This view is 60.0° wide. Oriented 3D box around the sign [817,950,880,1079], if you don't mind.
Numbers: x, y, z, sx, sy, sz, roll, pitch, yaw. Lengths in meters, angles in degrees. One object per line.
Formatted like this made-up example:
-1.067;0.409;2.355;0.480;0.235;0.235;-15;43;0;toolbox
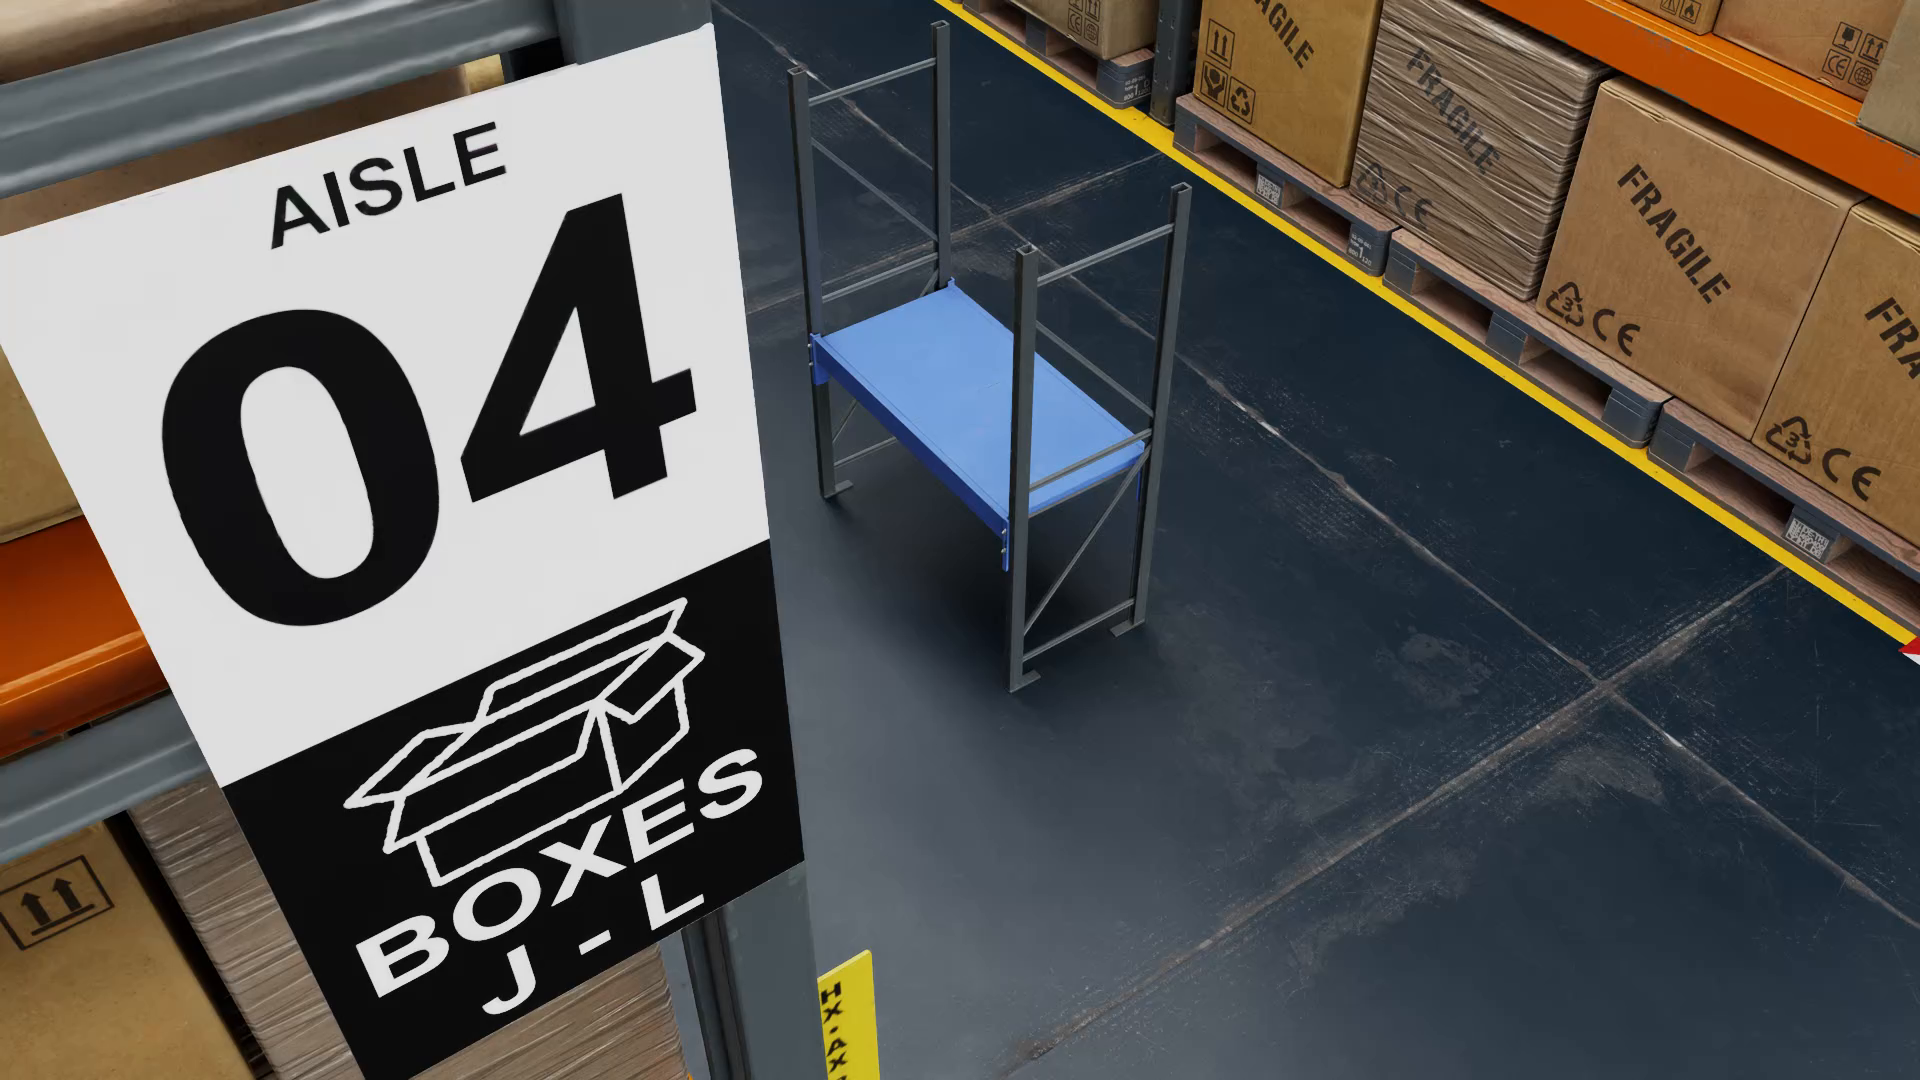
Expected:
-0.136;0.571;1.852;0.100;0.325;0.005;-26;49;-24;sign

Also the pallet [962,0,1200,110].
0.753;-2.467;7.682;1.003;0.211;1.213;-26;49;-24;pallet

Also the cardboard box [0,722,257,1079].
-1.099;0.380;1.668;0.500;0.500;0.500;-26;49;-24;cardboard box

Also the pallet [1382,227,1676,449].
2.329;-0.907;6.047;1.003;0.211;1.213;-26;49;-24;pallet

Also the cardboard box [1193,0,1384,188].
1.559;-2.068;6.479;0.875;0.875;0.875;-25;49;-24;cardboard box

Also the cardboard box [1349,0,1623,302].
2.078;-1.559;5.946;0.875;0.875;0.875;-25;49;-24;cardboard box

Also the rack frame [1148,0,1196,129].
1.256;-3.069;6.292;1.000;3.000;0.127;-26;49;-24;rack frame

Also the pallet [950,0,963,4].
0.051;-3.159;8.406;1.003;0.211;1.213;-26;49;-24;pallet

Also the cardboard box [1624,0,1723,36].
2.408;-2.003;5.067;0.875;0.550;0.500;-26;49;-24;cardboard box

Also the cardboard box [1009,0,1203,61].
0.828;-2.723;7.255;1.050;0.750;0.750;-26;49;-25;cardboard box

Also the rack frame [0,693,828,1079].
-0.581;1.099;1.927;1.000;3.000;0.127;-26;49;-24;rack frame

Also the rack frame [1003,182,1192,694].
0.340;-0.206;4.380;0.500;1.500;0.032;-26;49;-24;rack frame

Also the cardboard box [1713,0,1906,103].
2.745;-1.719;4.770;0.875;0.550;0.550;-26;49;-24;cardboard box

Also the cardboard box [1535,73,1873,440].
2.598;-1.042;5.404;0.875;0.875;0.875;-26;50;-25;cardboard box

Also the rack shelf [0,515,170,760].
-1.725;-0.859;2.326;1.077;0.370;4.000;-26;49;-24;rack shelf

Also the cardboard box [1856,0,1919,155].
2.963;-1.353;4.386;0.875;0.550;0.550;-26;49;-24;cardboard box

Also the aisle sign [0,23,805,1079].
-0.300;0.075;1.116;0.394;0.787;0.004;-26;49;-24;aisle sign

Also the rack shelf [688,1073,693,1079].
-1.725;0.226;3.362;1.077;0.370;4.000;-26;49;-24;rack shelf

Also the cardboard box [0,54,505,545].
-0.645;-0.307;1.335;0.500;0.250;0.500;-24;49;-23;cardboard box

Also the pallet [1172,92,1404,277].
1.627;-1.598;6.772;1.003;0.211;1.213;-26;49;-24;pallet

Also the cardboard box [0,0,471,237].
-0.549;-0.323;1.064;0.380;0.149;0.250;-26;49;-25;cardboard box

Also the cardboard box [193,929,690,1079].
-0.873;0.633;2.127;0.875;0.500;0.500;-26;49;-24;cardboard box

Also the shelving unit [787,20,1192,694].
0.049;-0.494;4.682;0.538;1.500;1.048;-26;49;-24;shelving unit

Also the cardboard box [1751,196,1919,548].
3.103;-0.545;4.883;0.875;0.875;0.875;-25;49;-24;cardboard box

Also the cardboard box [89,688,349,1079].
-0.672;0.174;1.883;0.500;0.500;0.500;-26;49;-24;cardboard box

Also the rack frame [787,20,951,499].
-0.242;-0.782;4.983;0.500;1.500;0.032;-26;49;-24;rack frame

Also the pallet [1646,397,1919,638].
3.023;-0.217;5.324;1.003;0.211;1.213;-26;49;-24;pallet

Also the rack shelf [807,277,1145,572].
0.049;-0.364;4.806;0.538;0.185;1.000;-26;49;-24;rack shelf
